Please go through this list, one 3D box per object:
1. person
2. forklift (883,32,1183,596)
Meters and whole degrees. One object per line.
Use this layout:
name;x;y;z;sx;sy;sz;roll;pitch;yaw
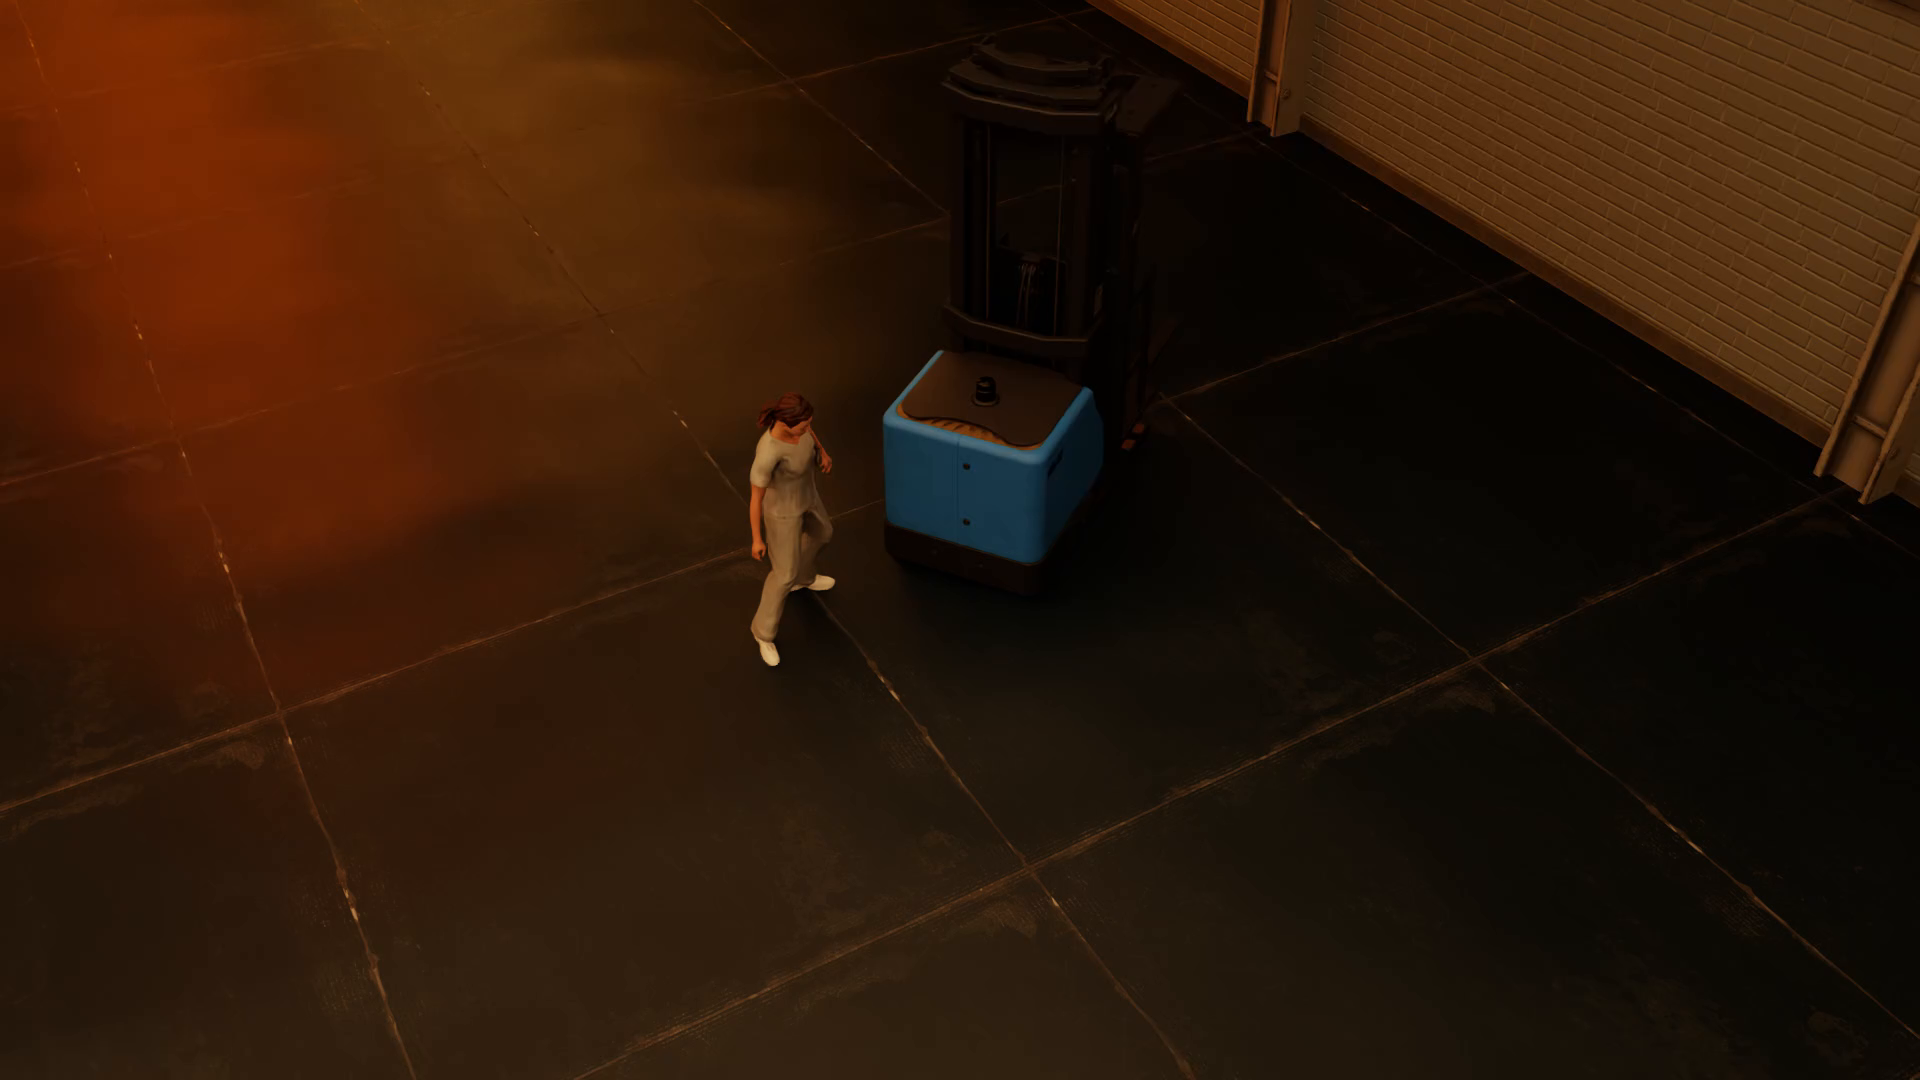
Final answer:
person;-0.948;-0.170;9.293;0.385;1.638;0.885;13;41;15
forklift;0.618;-1.738;10.131;1.130;2.935;3.031;16;42;19
